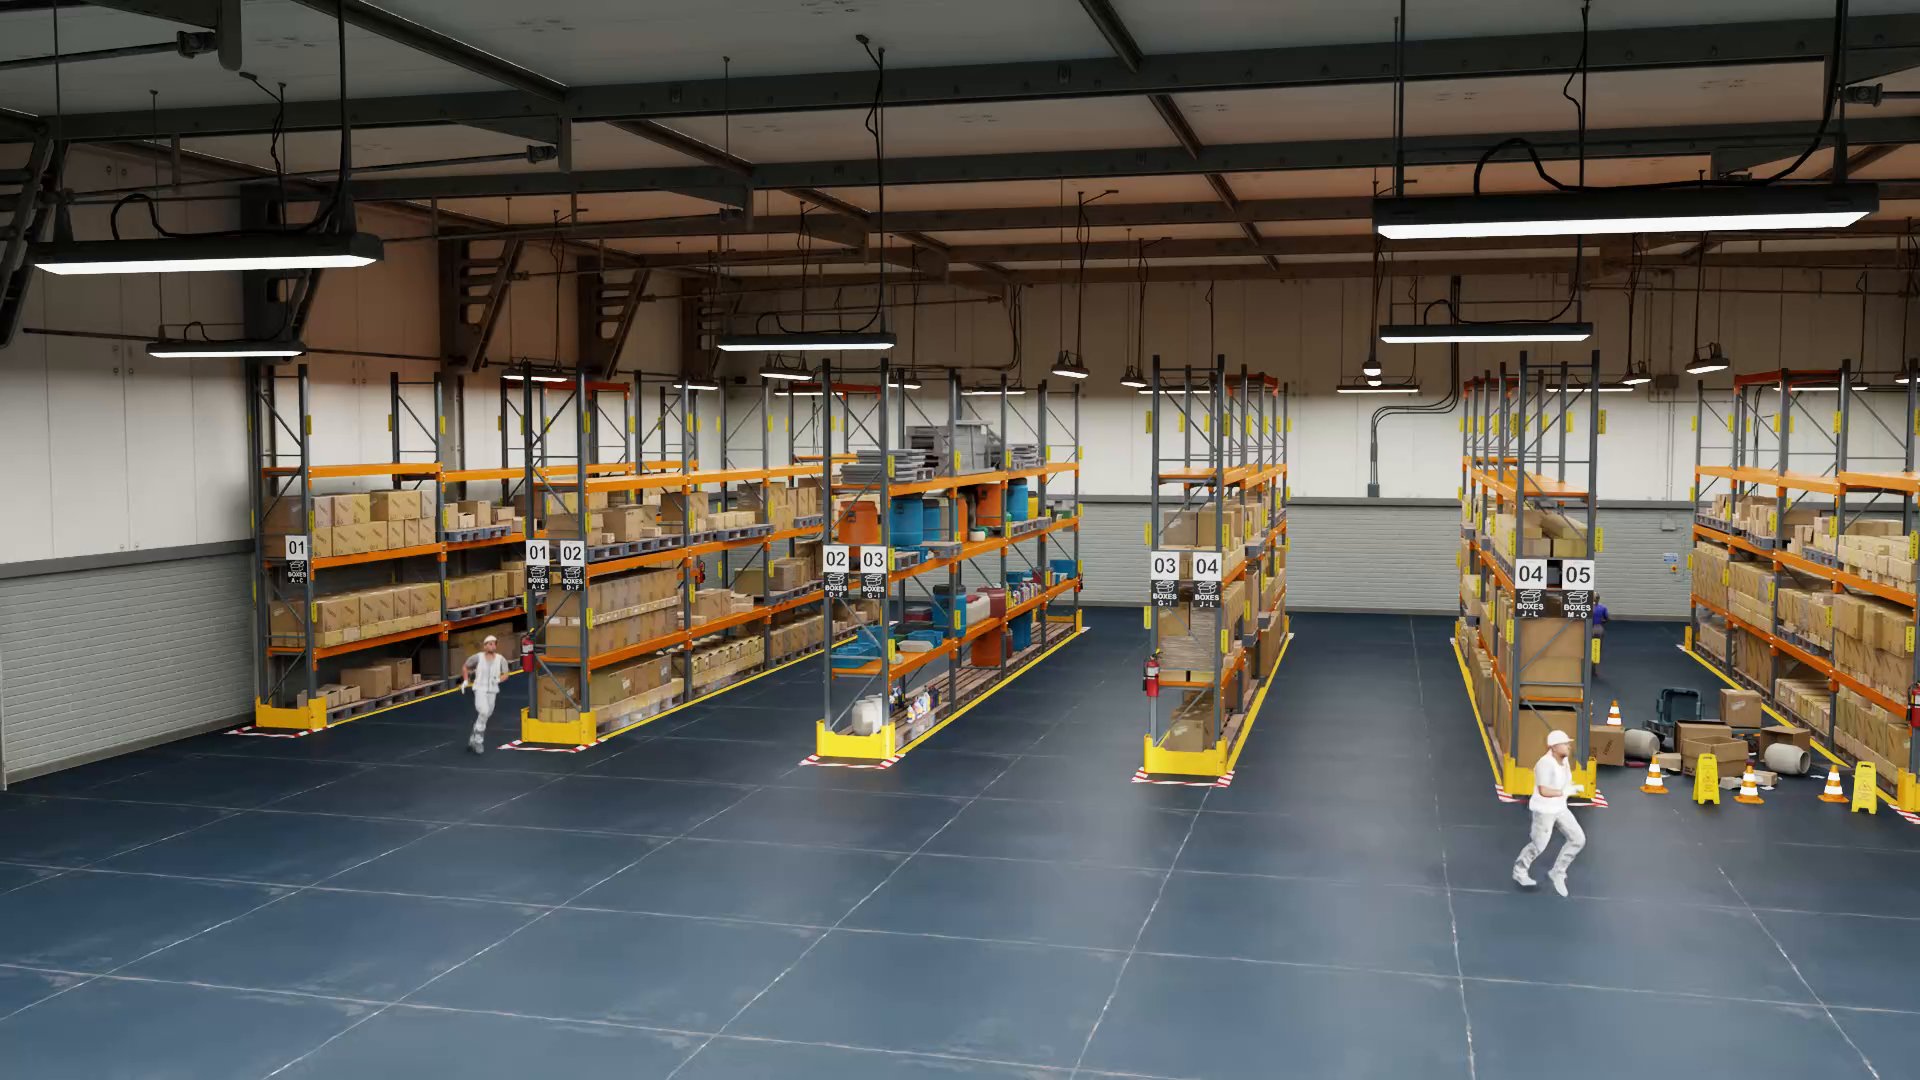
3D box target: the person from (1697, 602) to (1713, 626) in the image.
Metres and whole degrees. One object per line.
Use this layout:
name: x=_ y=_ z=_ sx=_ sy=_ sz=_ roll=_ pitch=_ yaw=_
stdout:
person: x=17.176 y=1.566 z=38.142 sx=0.603 sy=1.651 sz=0.629 roll=3 pitch=5 yaw=39

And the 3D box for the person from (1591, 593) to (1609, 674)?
person: x=12.759 y=1.885 z=33.484 sx=0.576 sy=1.662 sz=0.649 roll=0 pitch=4 yaw=5

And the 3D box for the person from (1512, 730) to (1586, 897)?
person: x=6.287 y=2.895 z=17.709 sx=0.715 sy=1.780 sz=0.832 roll=-4 pitch=5 yaw=-43

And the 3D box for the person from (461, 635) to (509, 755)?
person: x=-7.269 y=2.349 z=25.540 sx=0.687 sy=1.754 sz=0.700 roll=-2 pitch=5 yaw=-32
